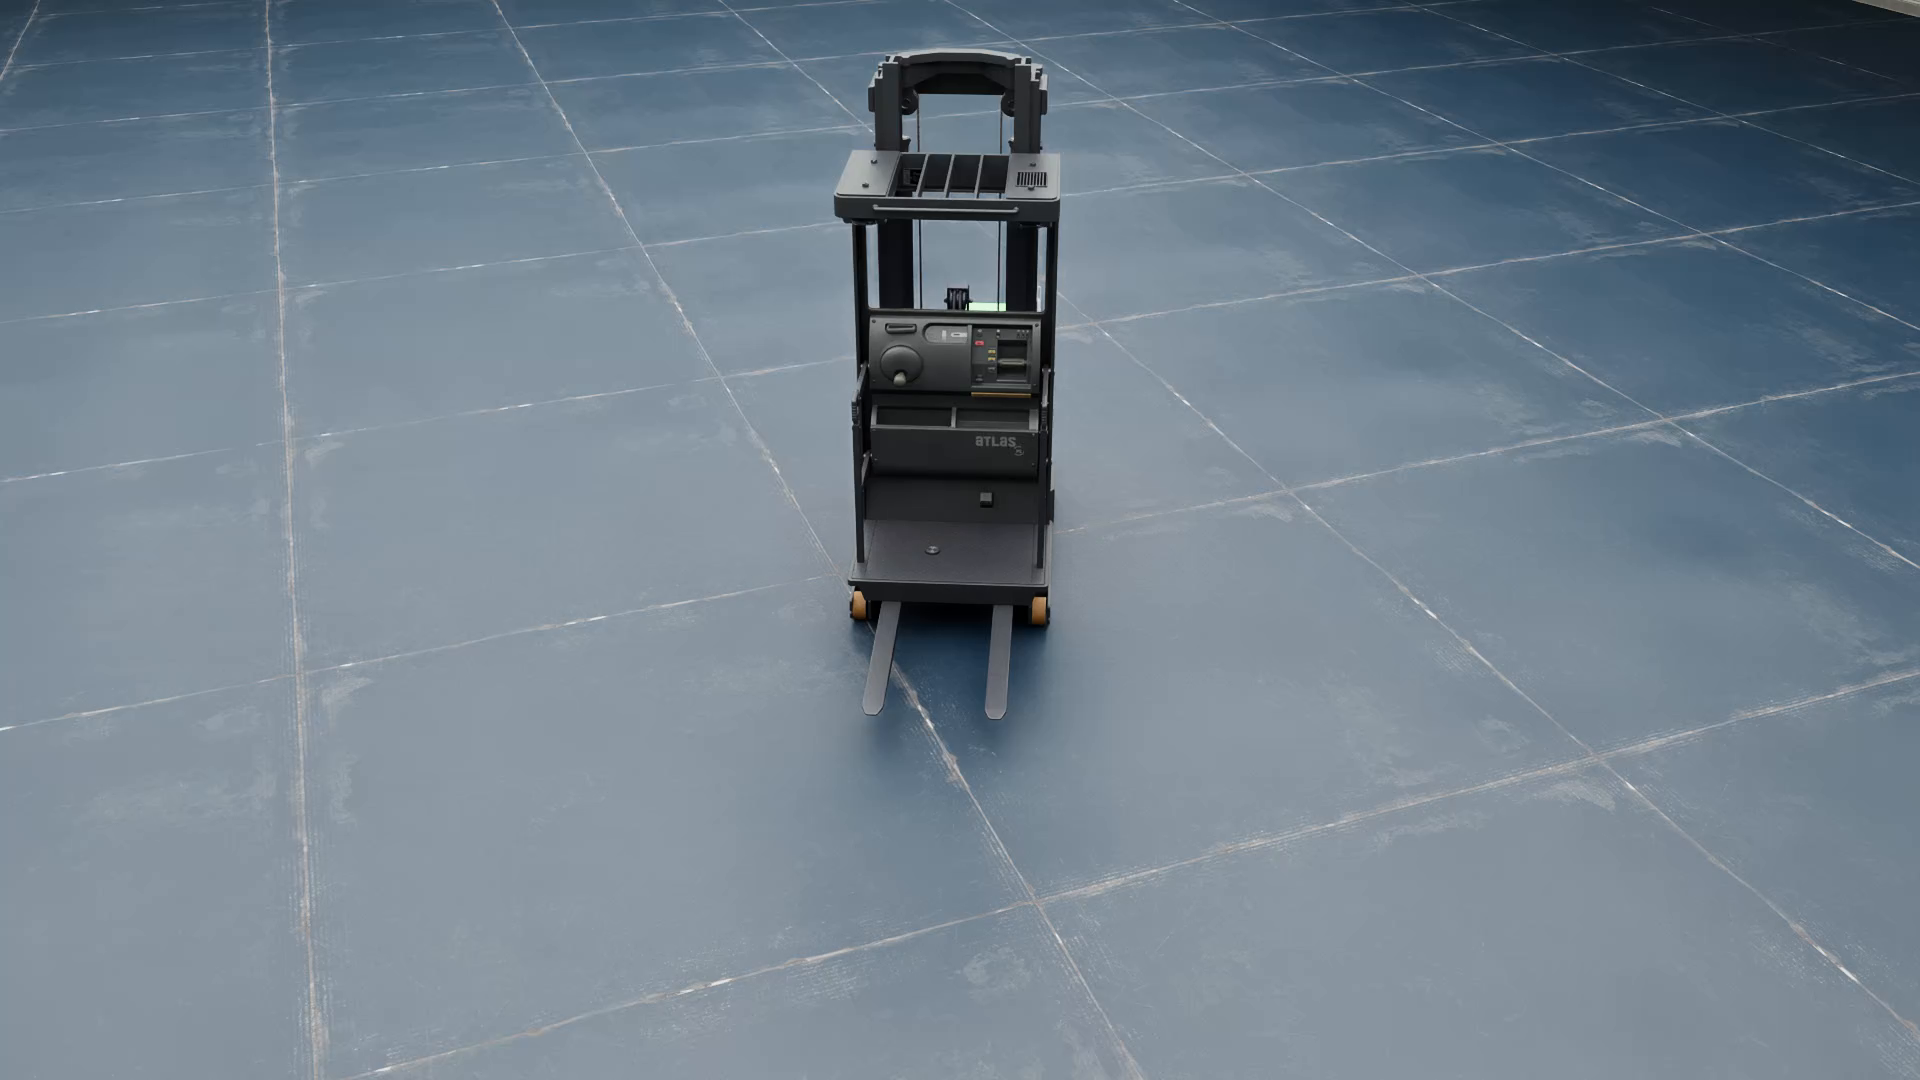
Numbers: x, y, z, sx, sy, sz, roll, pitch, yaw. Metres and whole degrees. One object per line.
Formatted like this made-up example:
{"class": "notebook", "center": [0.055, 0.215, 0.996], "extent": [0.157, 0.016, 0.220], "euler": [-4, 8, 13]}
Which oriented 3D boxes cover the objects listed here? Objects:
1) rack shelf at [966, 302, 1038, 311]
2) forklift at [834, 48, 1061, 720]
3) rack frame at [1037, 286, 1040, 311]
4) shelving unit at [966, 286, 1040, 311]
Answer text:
{"class": "rack shelf", "center": [0.250, -1.388, 10.484], "extent": [0.480, 0.148, 0.258], "euler": [1, 30, 2]}
{"class": "forklift", "center": [-0.039, -0.963, 8.830], "extent": [1.130, 2.935, 3.031], "euler": [2, 30, 3]}
{"class": "rack frame", "center": [0.494, -1.021, 10.681], "extent": [0.015, 1.200, 0.240], "euler": [1, 30, 2]}
{"class": "shelving unit", "center": [0.250, -1.026, 10.690], "extent": [0.503, 1.200, 0.258], "euler": [1, 30, 2]}
